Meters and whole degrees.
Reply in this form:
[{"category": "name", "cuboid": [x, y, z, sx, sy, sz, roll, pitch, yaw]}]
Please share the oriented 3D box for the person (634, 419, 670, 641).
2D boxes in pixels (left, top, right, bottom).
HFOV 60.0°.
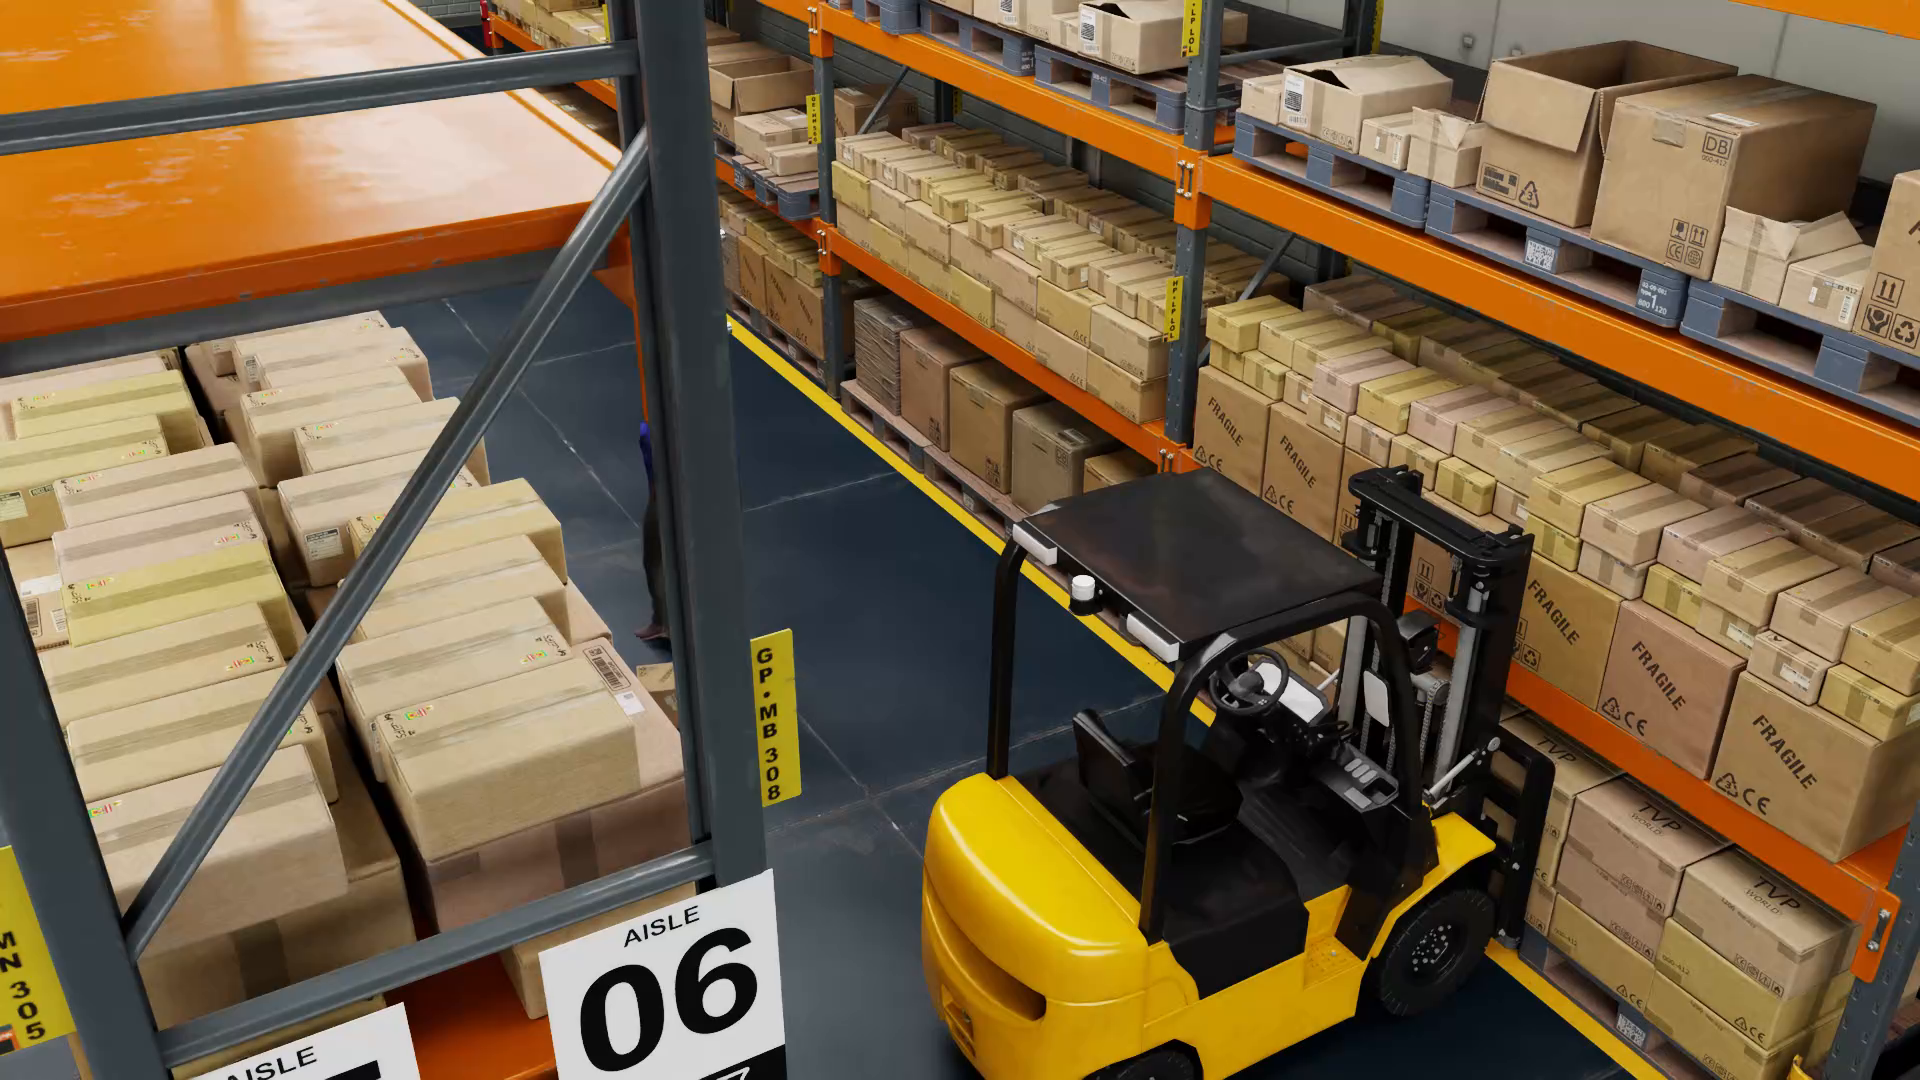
[{"category": "person", "cuboid": [-1.471, -0.157, 8.877, 0.476, 1.694, 0.611, -26, 38, -38]}]
